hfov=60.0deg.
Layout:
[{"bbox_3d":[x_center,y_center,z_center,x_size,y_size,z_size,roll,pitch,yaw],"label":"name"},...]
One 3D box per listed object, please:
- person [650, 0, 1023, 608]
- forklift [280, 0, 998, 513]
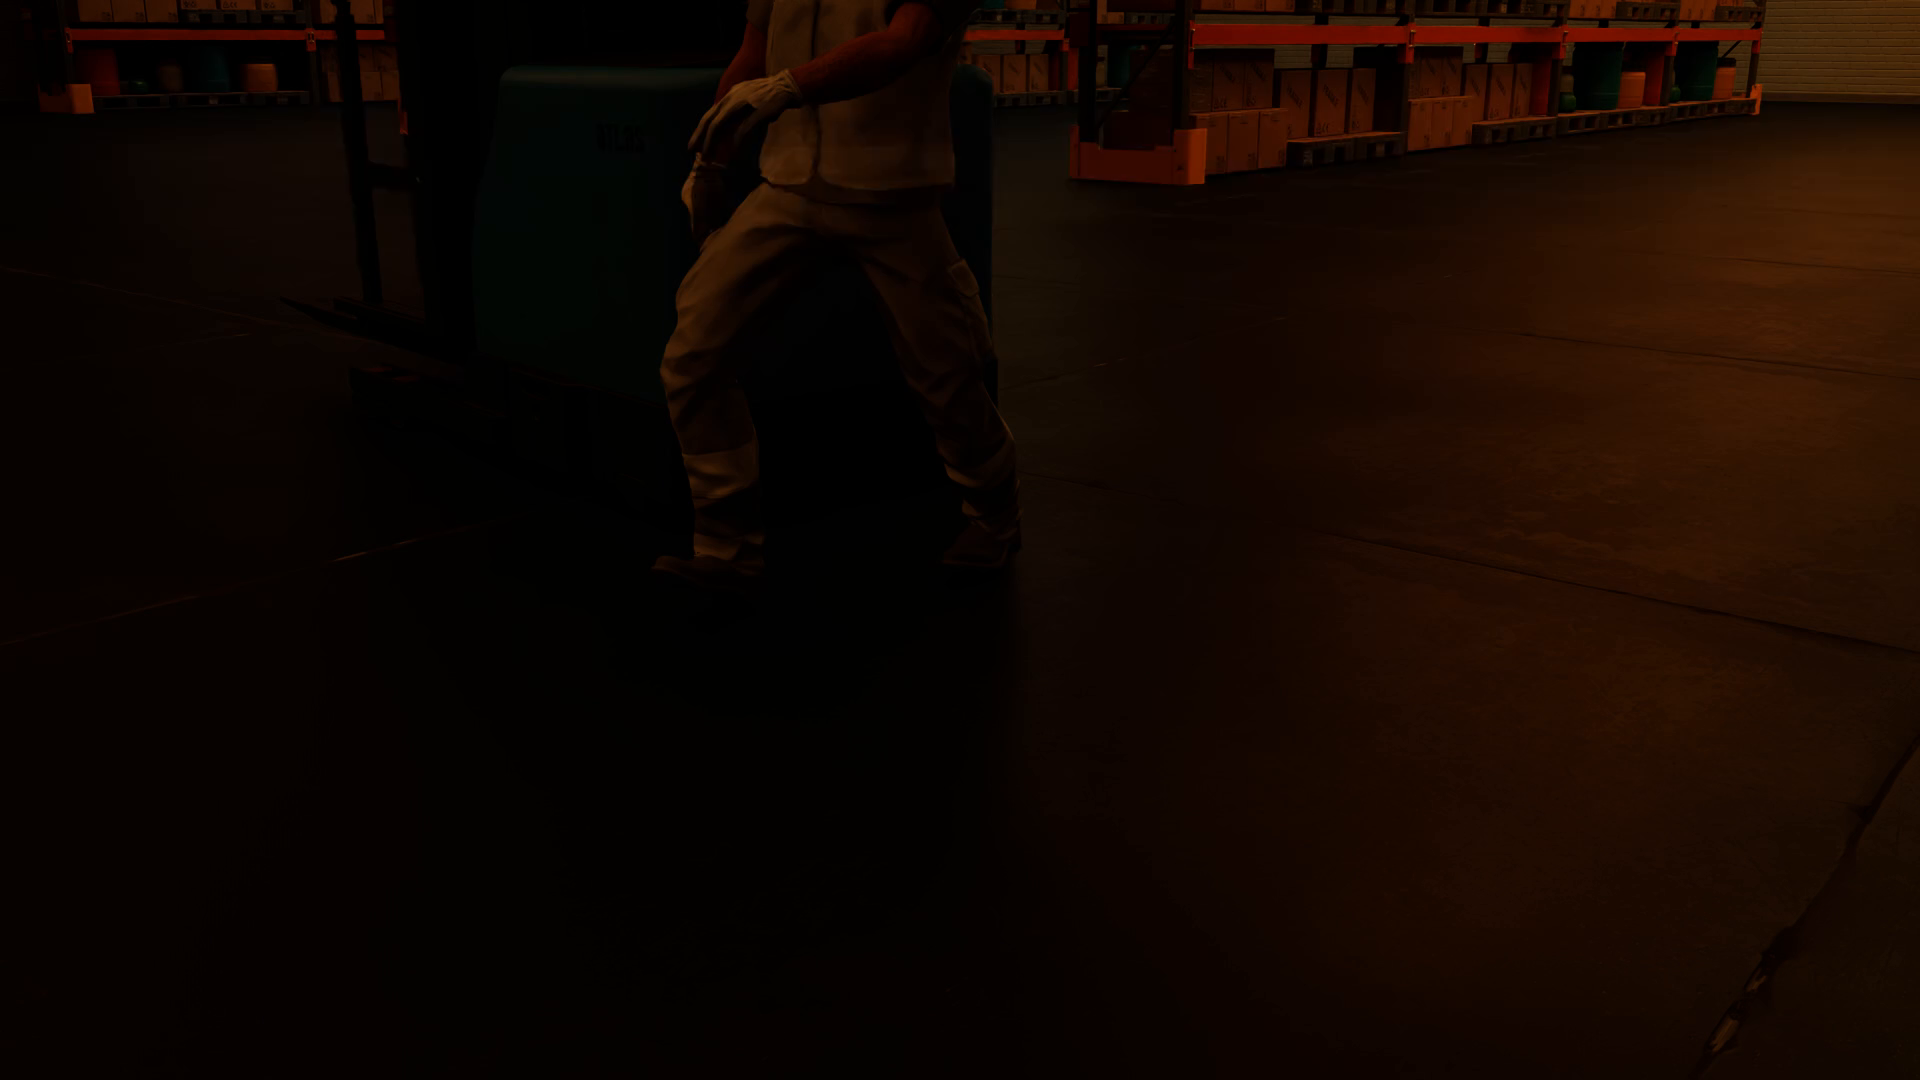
[{"bbox_3d":[-0.292,-0.681,3.319,0.729,1.702,0.860,8,19,24],"label":"person"},{"bbox_3d":[-1.253,-1.825,4.906,1.130,2.935,3.031,-15,22,-40],"label":"forklift"}]
